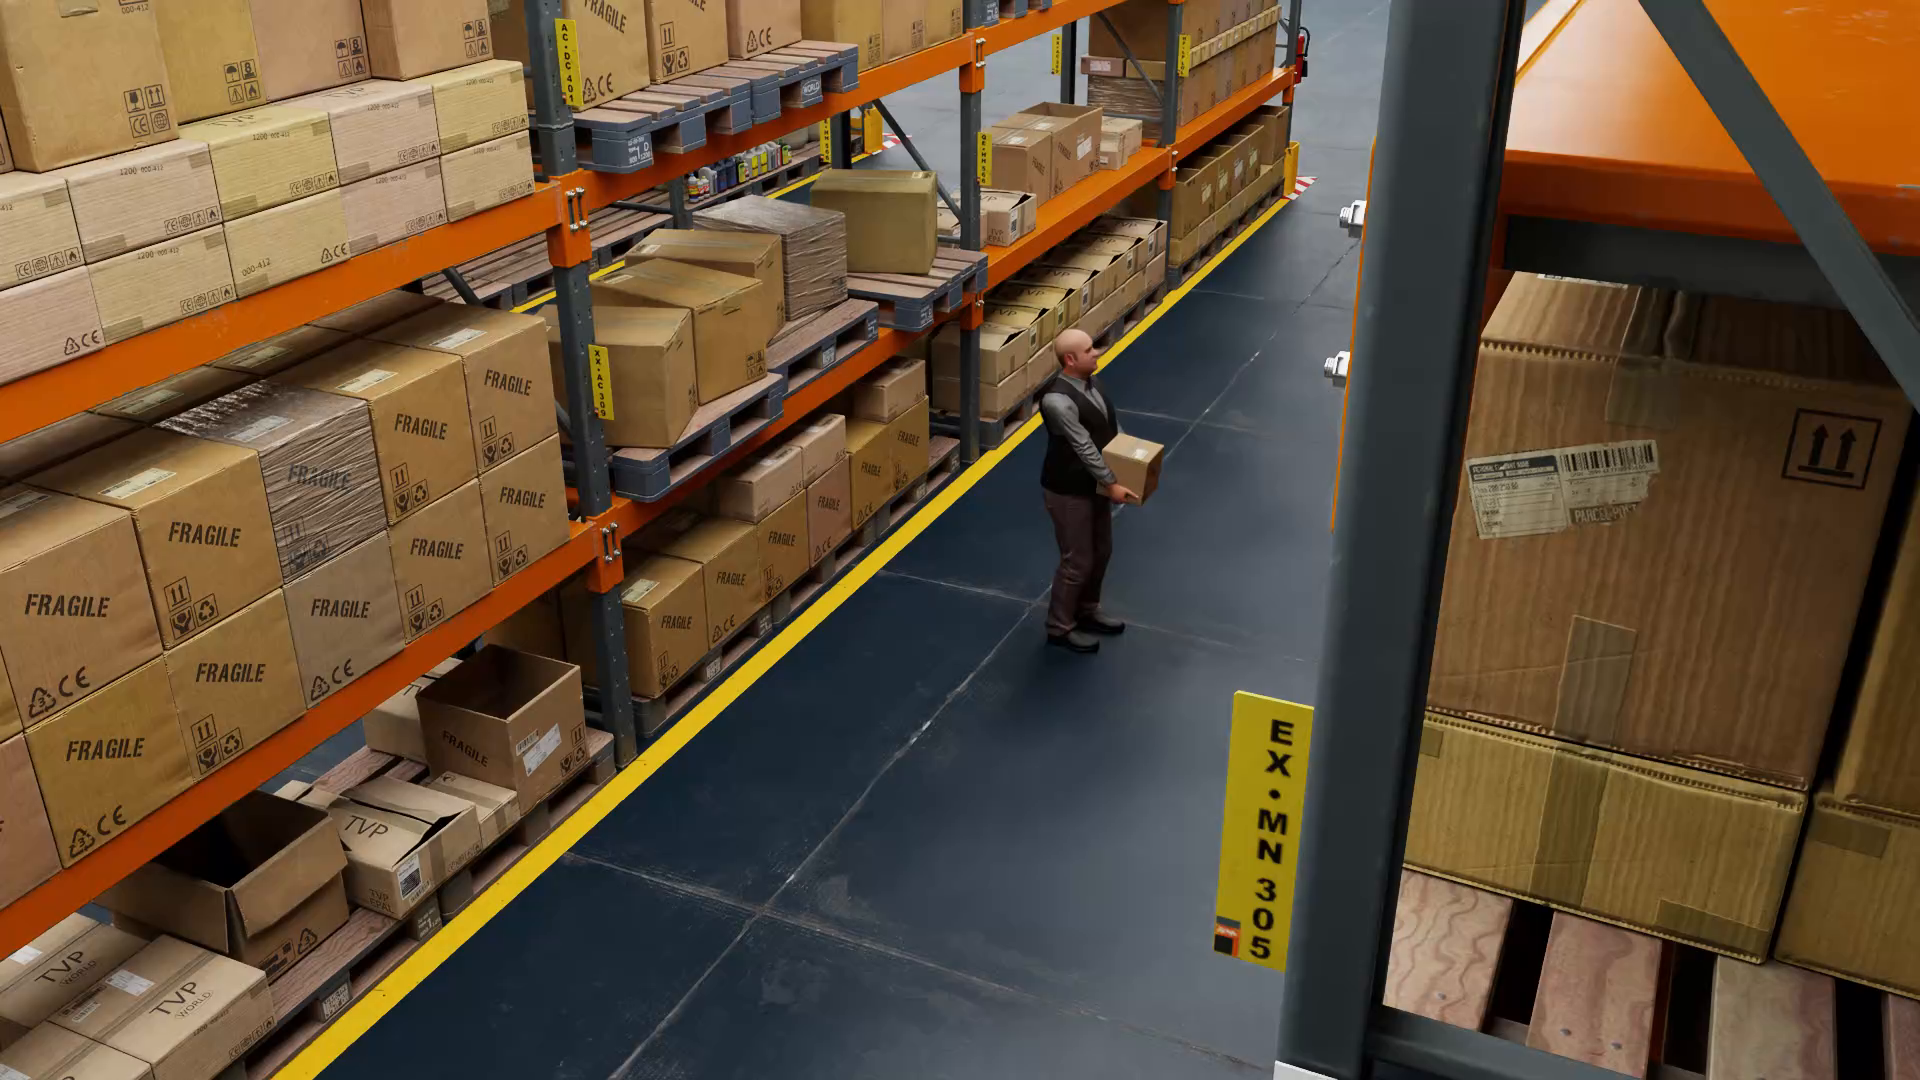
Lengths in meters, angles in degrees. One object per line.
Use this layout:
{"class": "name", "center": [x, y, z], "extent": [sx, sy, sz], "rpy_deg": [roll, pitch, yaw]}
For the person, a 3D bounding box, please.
{"class": "person", "center": [0.712, -0.256, 8.677], "extent": [0.560, 1.711, 0.494], "rpy_deg": [12, 28, 23]}
